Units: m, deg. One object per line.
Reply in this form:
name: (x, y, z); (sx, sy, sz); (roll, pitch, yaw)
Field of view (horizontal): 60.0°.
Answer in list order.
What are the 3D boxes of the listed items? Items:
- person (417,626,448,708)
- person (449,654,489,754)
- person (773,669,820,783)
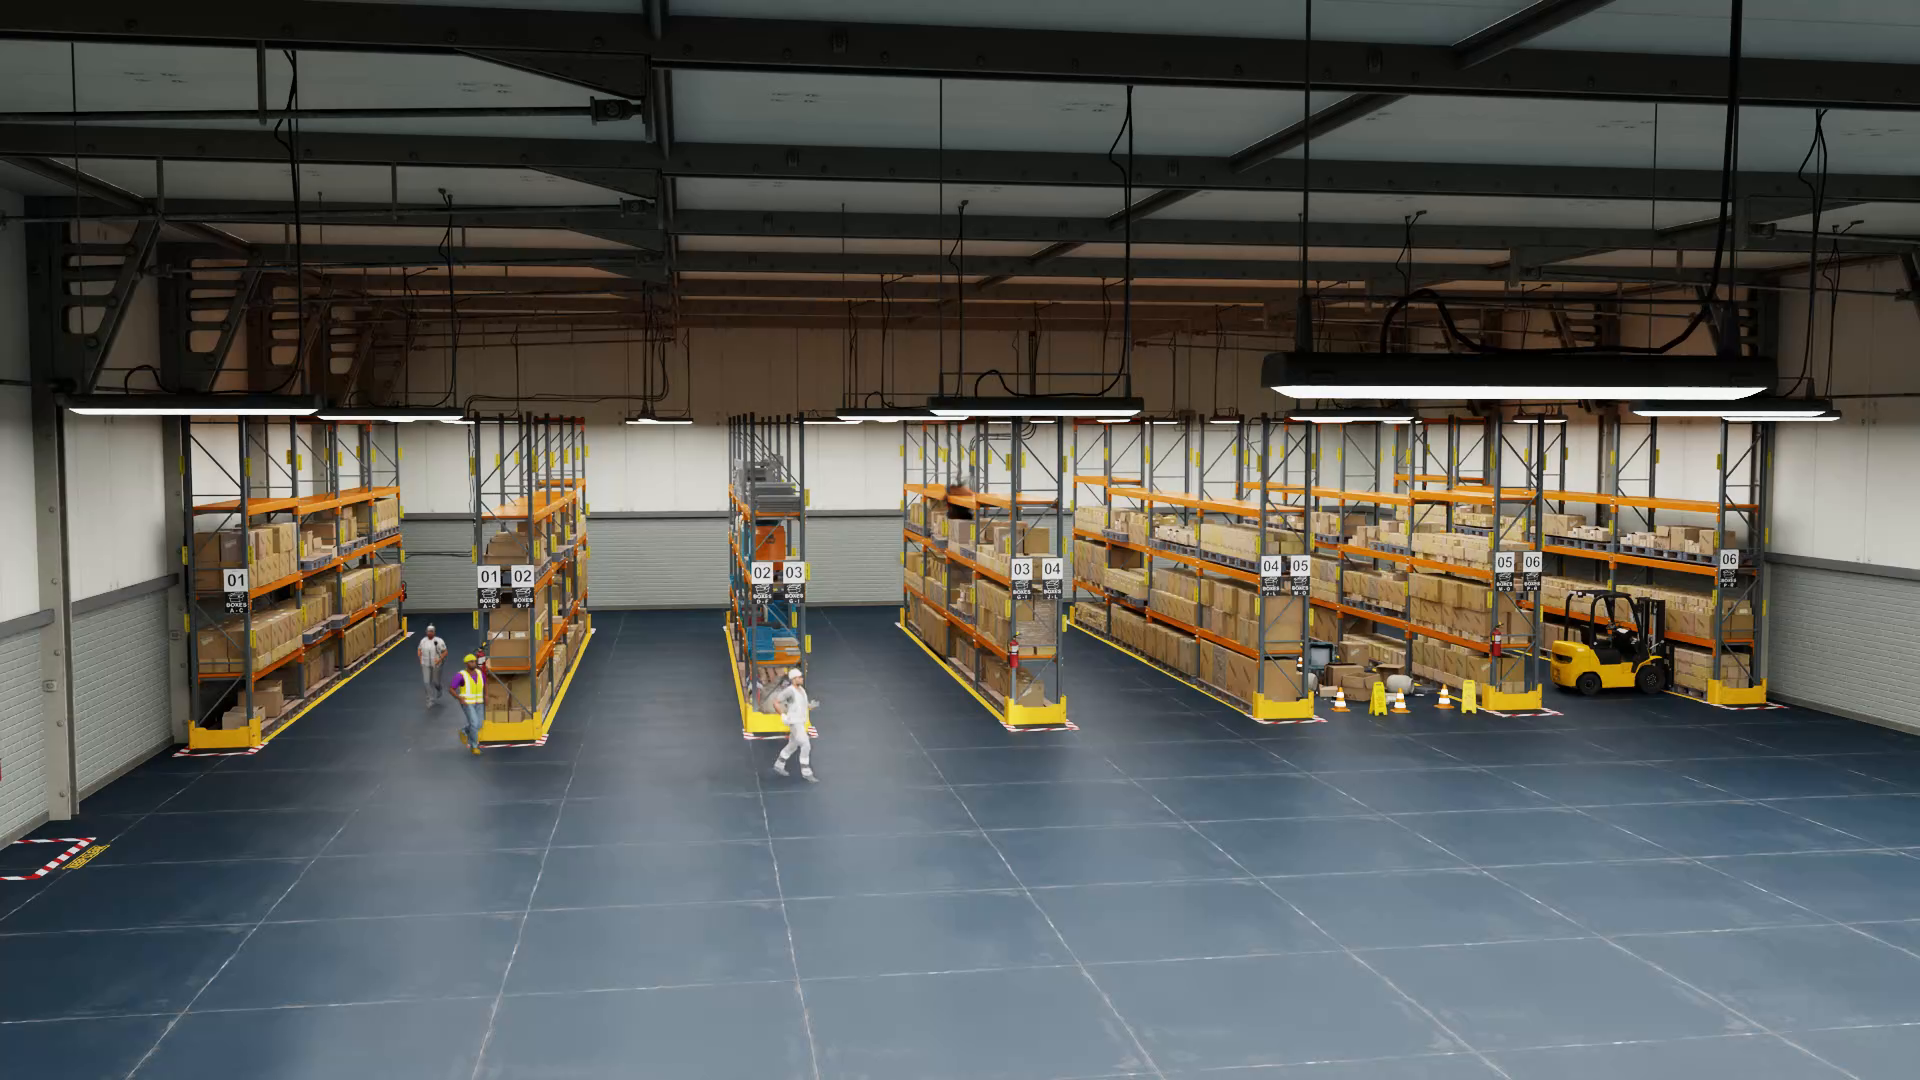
person: (-10.875, 2.582, 34.259); (0.618, 1.648, 0.701); (-1, 4, -8)
person: (-8.637, 2.879, 29.311); (0.697, 1.749, 0.753); (3, 5, 36)
person: (-2.644, 2.981, 26.813); (0.856, 1.817, 0.659); (1, 4, 16)
